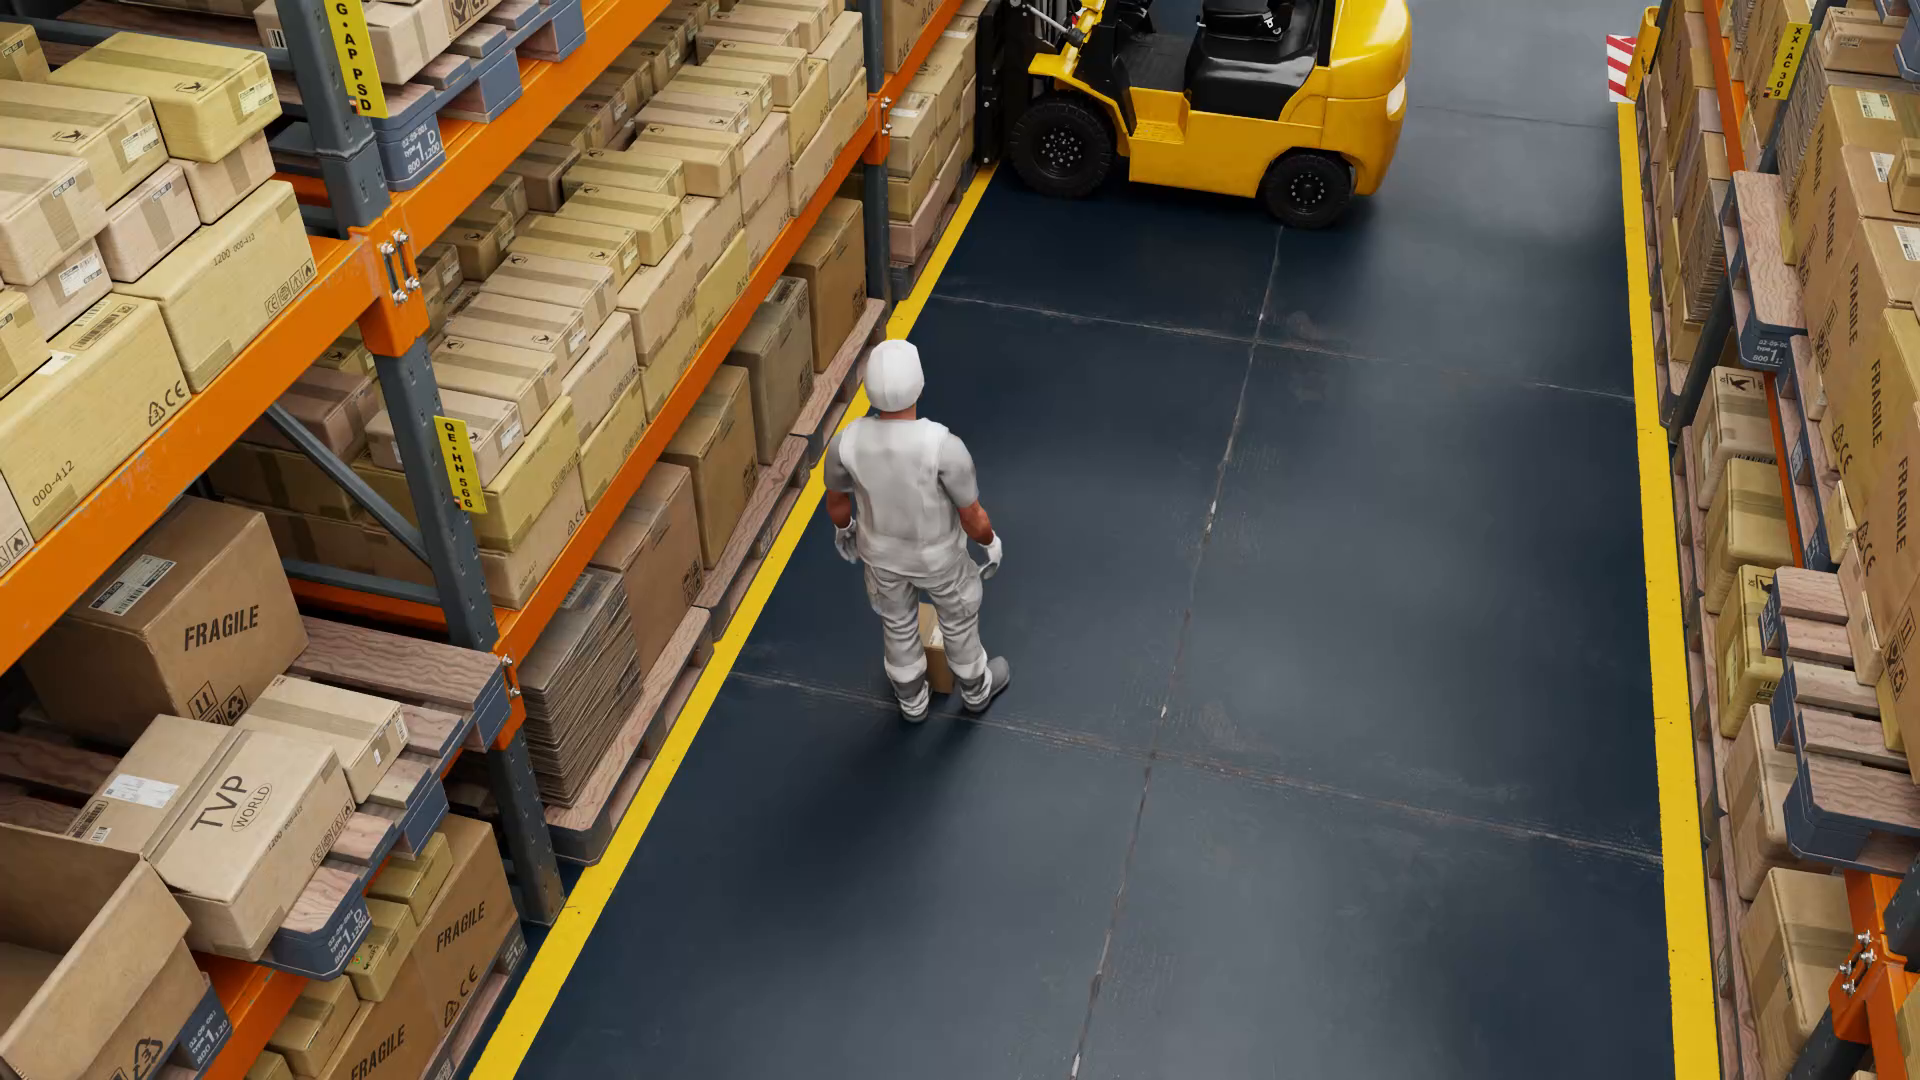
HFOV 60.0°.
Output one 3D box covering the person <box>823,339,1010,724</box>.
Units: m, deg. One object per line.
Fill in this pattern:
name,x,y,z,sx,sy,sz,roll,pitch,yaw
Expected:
person,-0.145,-0.024,6.153,0.637,1.787,0.564,10,42,11
